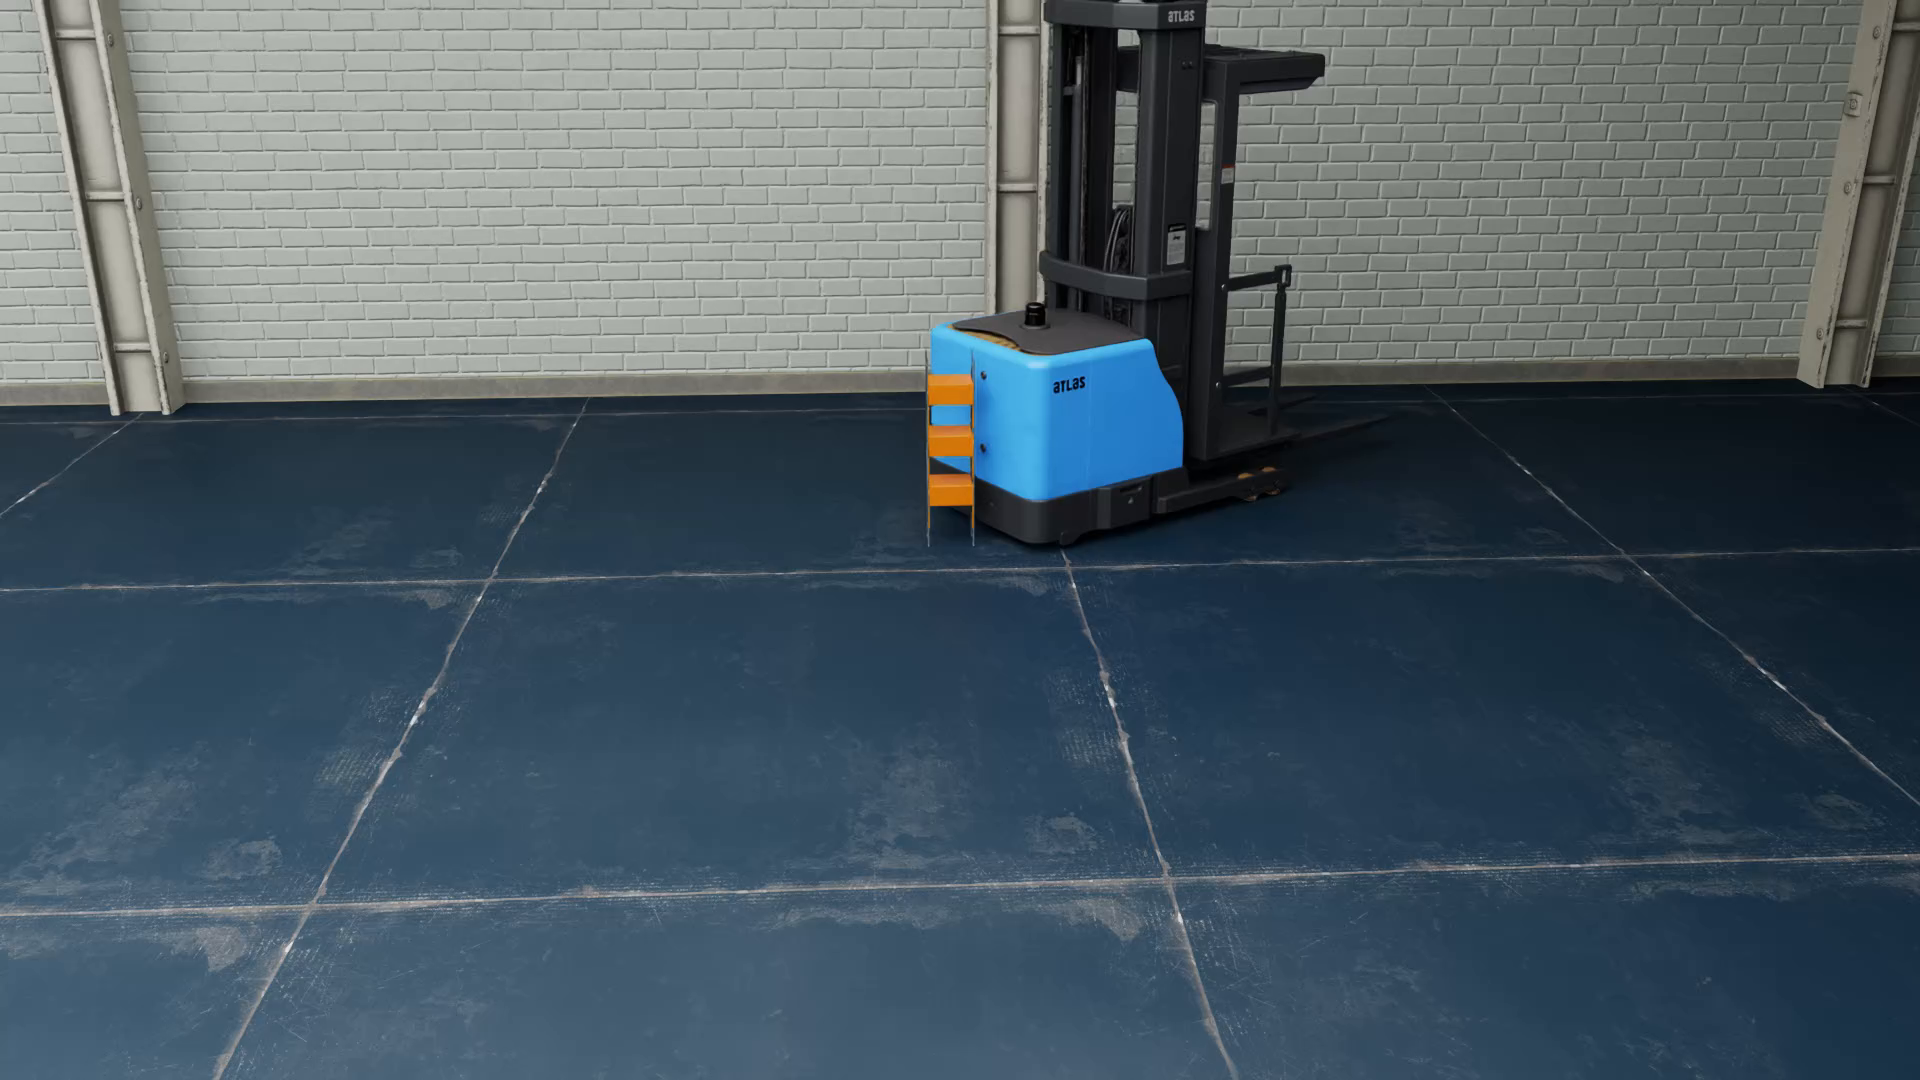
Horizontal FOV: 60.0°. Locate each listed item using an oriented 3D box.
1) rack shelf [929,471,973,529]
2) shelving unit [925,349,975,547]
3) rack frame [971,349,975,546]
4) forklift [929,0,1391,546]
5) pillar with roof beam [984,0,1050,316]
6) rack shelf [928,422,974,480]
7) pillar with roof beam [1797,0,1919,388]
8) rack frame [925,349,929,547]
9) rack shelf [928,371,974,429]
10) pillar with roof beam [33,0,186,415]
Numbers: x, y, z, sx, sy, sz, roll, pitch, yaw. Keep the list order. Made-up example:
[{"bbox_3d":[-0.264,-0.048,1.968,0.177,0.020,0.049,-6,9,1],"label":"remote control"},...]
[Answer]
[{"bbox_3d":[-0.053,-0.220,9.034,0.240,0.259,0.215,-1,21,-3],"label":"rack shelf"},{"bbox_3d":[-0.053,-0.490,8.931,0.252,1.050,0.215,-1,21,-3],"label":"shelving unit"},{"bbox_3d":[0.068,-0.492,8.938,0.008,1.050,0.200,-1,21,-3],"label":"rack frame"},{"bbox_3d":[1.316,-1.732,9.552,3.031,2.935,1.130,-14,25,-33],"label":"forklift"},{"bbox_3d":[0.625,-3.710,6.217,0.400,9.000,9.100,-1,21,-3],"label":"pillar with roof beam"},{"bbox_3d":[-0.053,-0.480,8.935,0.240,0.259,0.215,-1,21,-3],"label":"rack shelf"},{"bbox_3d":[6.615,-3.831,6.537,0.400,9.000,9.100,-1,21,-3],"label":"pillar with roof beam"},{"bbox_3d":[-0.175,-0.487,8.925,0.008,1.050,0.200,-1,21,-3],"label":"rack frame"},{"bbox_3d":[-0.053,-0.745,8.834,0.240,0.259,0.215,-1,21,-3],"label":"rack shelf"},{"bbox_3d":[-5.365,-3.588,5.897,0.400,9.000,9.100,-1,21,-3],"label":"pillar with roof beam"}]
